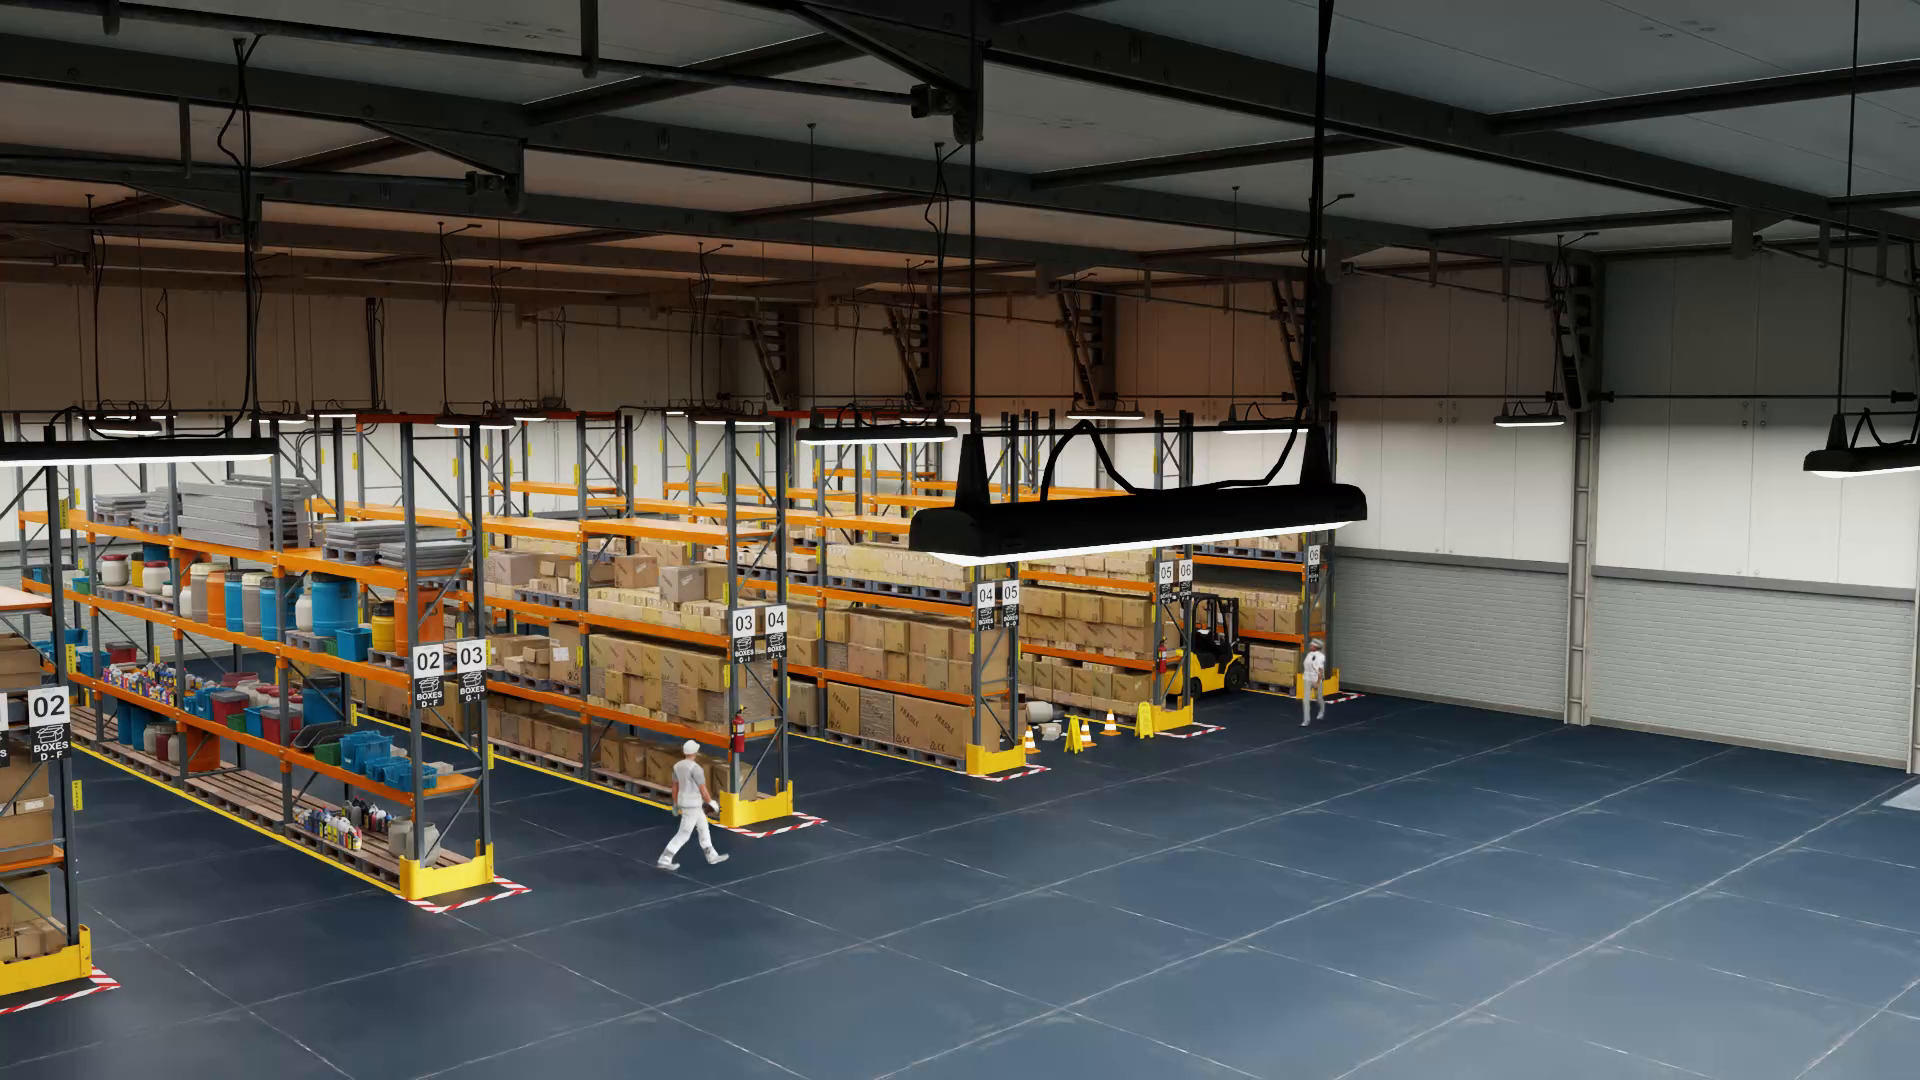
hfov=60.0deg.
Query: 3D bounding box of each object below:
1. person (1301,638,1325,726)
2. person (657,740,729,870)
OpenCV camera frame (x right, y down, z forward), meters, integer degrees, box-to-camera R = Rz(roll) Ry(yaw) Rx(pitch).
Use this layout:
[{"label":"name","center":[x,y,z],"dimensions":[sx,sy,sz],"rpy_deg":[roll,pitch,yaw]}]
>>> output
[{"label":"person","center":[6.804,2.710,32.041],"dimensions":[0.428,1.664,0.844],"rpy_deg":[2,5,23]},{"label":"person","center":[-3.563,3.538,22.205],"dimensions":[1.044,1.750,0.503],"rpy_deg":[-2,6,-26]}]
